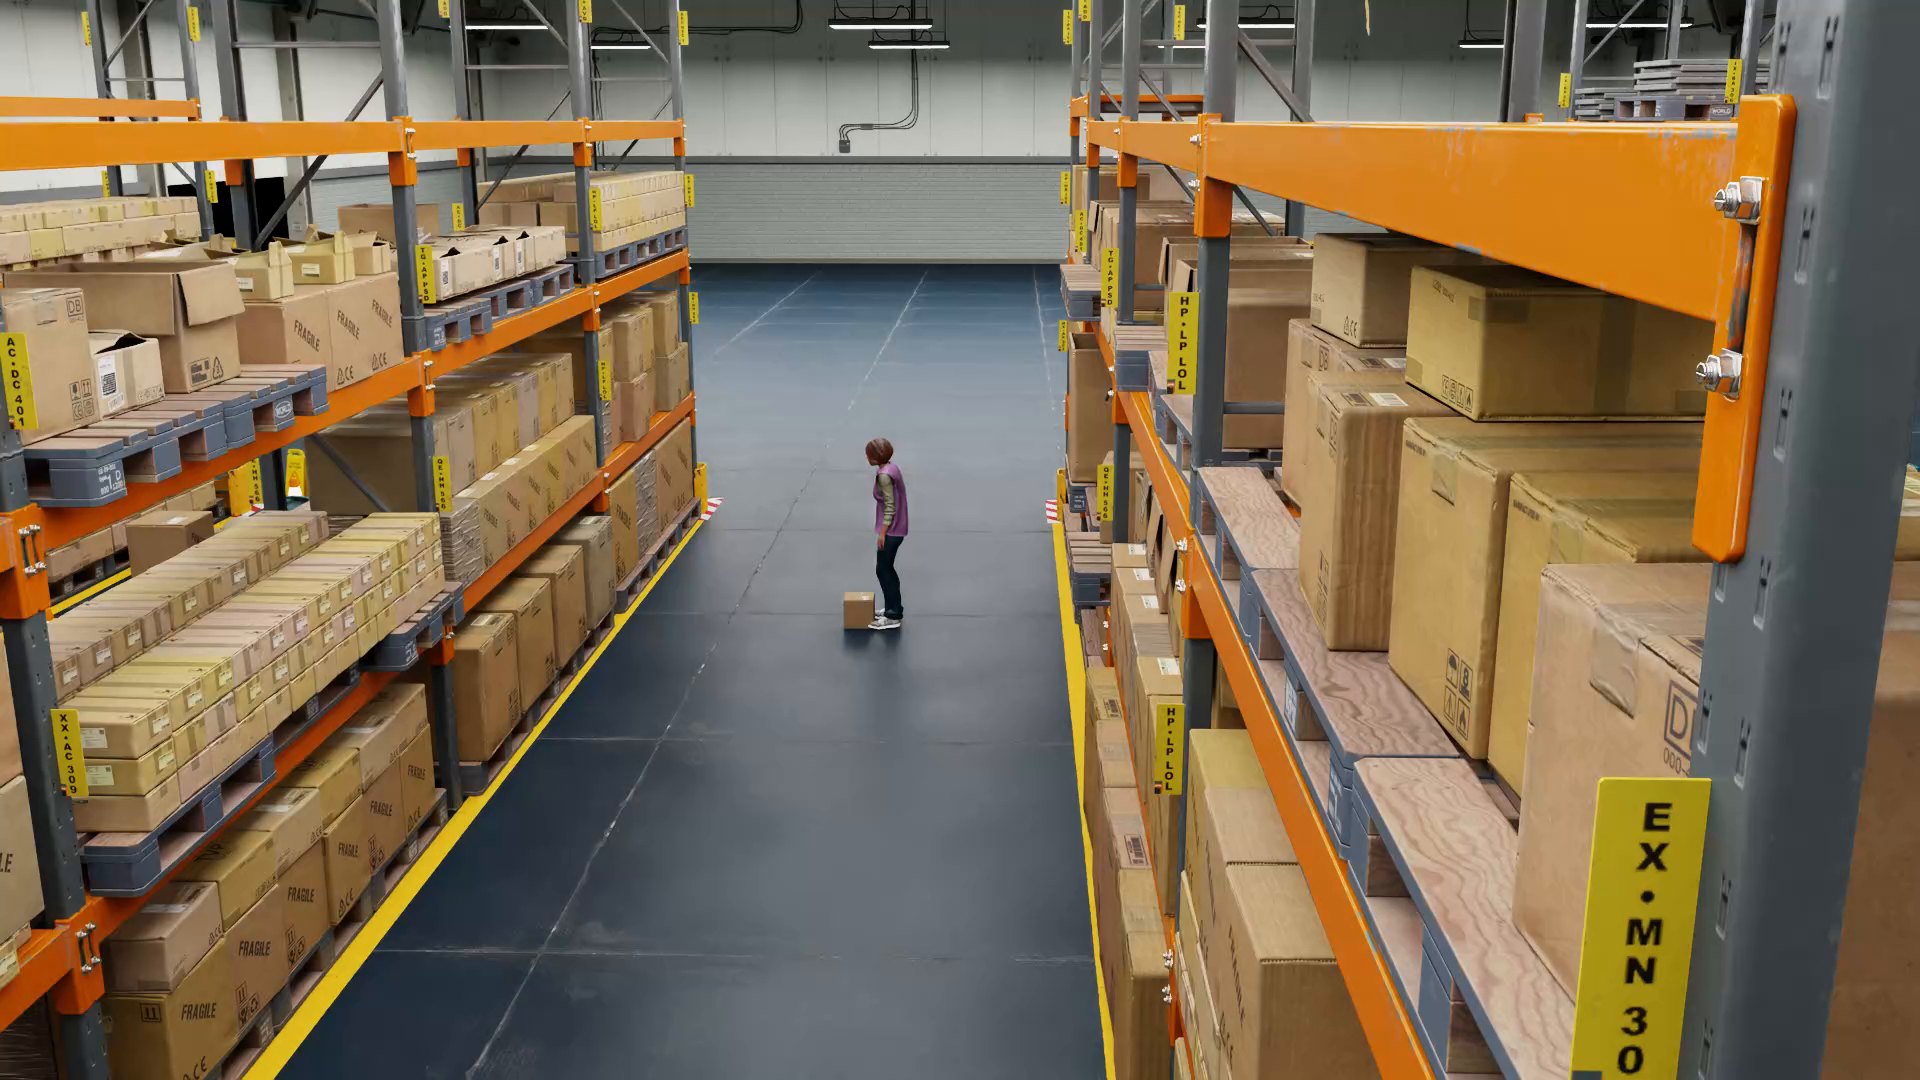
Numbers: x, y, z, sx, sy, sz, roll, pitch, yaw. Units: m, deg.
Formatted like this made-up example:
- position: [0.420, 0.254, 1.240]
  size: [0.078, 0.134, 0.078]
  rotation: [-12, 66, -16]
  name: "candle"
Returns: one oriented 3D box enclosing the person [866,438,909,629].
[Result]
- position: [-0.597, -0.057, 13.775]
  size: [0.345, 1.581, 0.460]
  rotation: [0, 14, 2]
  name: "person"
